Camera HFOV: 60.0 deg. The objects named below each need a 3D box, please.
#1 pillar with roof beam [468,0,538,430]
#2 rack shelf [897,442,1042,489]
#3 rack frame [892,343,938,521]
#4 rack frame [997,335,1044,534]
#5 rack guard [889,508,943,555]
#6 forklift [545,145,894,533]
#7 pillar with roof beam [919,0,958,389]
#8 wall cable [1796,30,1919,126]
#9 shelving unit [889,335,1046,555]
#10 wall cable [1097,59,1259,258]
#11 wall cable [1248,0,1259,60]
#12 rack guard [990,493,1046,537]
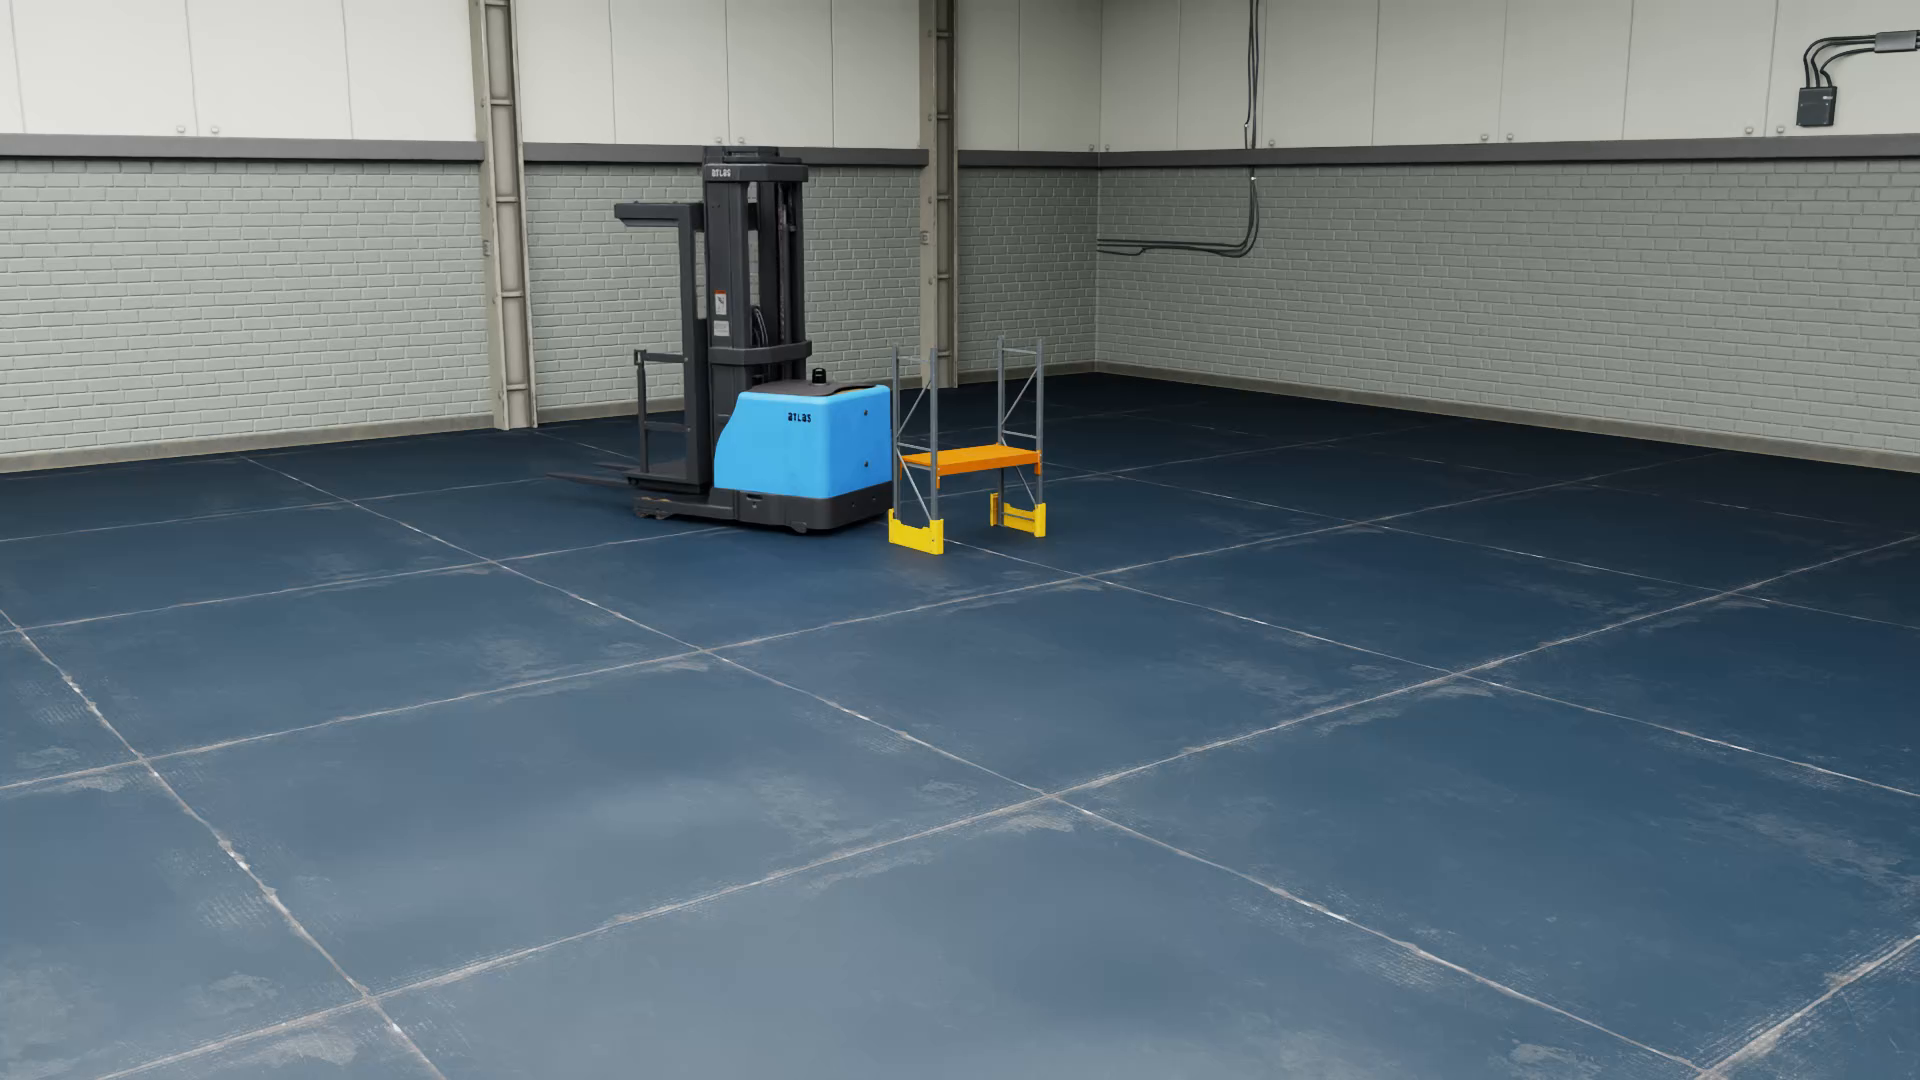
[{"bbox_3d":[-2.273,-4.964,14.343,0.400,9.000,9.100,-9,15,-38],"label":"pillar with roof beam"},{"bbox_3d":[0.067,-0.569,12.562,1.000,0.185,0.538,-9,15,-38],"label":"rack shelf"},{"bbox_3d":[-0.330,-0.679,12.214,0.032,1.500,0.500,-9,15,-38],"label":"rack frame"},{"bbox_3d":[0.464,-0.811,12.836,0.032,1.500,0.500,-9,15,-38],"label":"rack frame"},{"bbox_3d":[-0.329,-0.068,12.345,0.087,0.250,0.587,-9,15,-38],"label":"rack guard"},{"bbox_3d":[-2.071,-1.684,13.505,3.031,2.935,1.130,7,14,29],"label":"forklift"},{"bbox_3d":[2.413,-5.743,18.009,0.400,9.000,9.100,-9,15,-38],"label":"pillar with roof beam"},{"bbox_3d":[8.768,-6.731,14.473,0.169,6.003,2.305,-9,15,-38],"label":"wall cable"},{"bbox_3d":[0.060,-0.744,12.520,1.083,1.500,0.587,-9,15,-38],"label":"shelving unit"},{"bbox_3d":[2.850,-5.090,22.410,0.112,2.526,3.097,-9,15,-38],"label":"wall cable"},{"bbox_3d":[4.540,-7.122,19.819,0.112,2.526,3.097,-9,15,-38],"label":"wall cable"},{"bbox_3d":[0.448,-0.197,12.954,0.087,0.250,0.587,-9,15,-38],"label":"rack guard"}]
